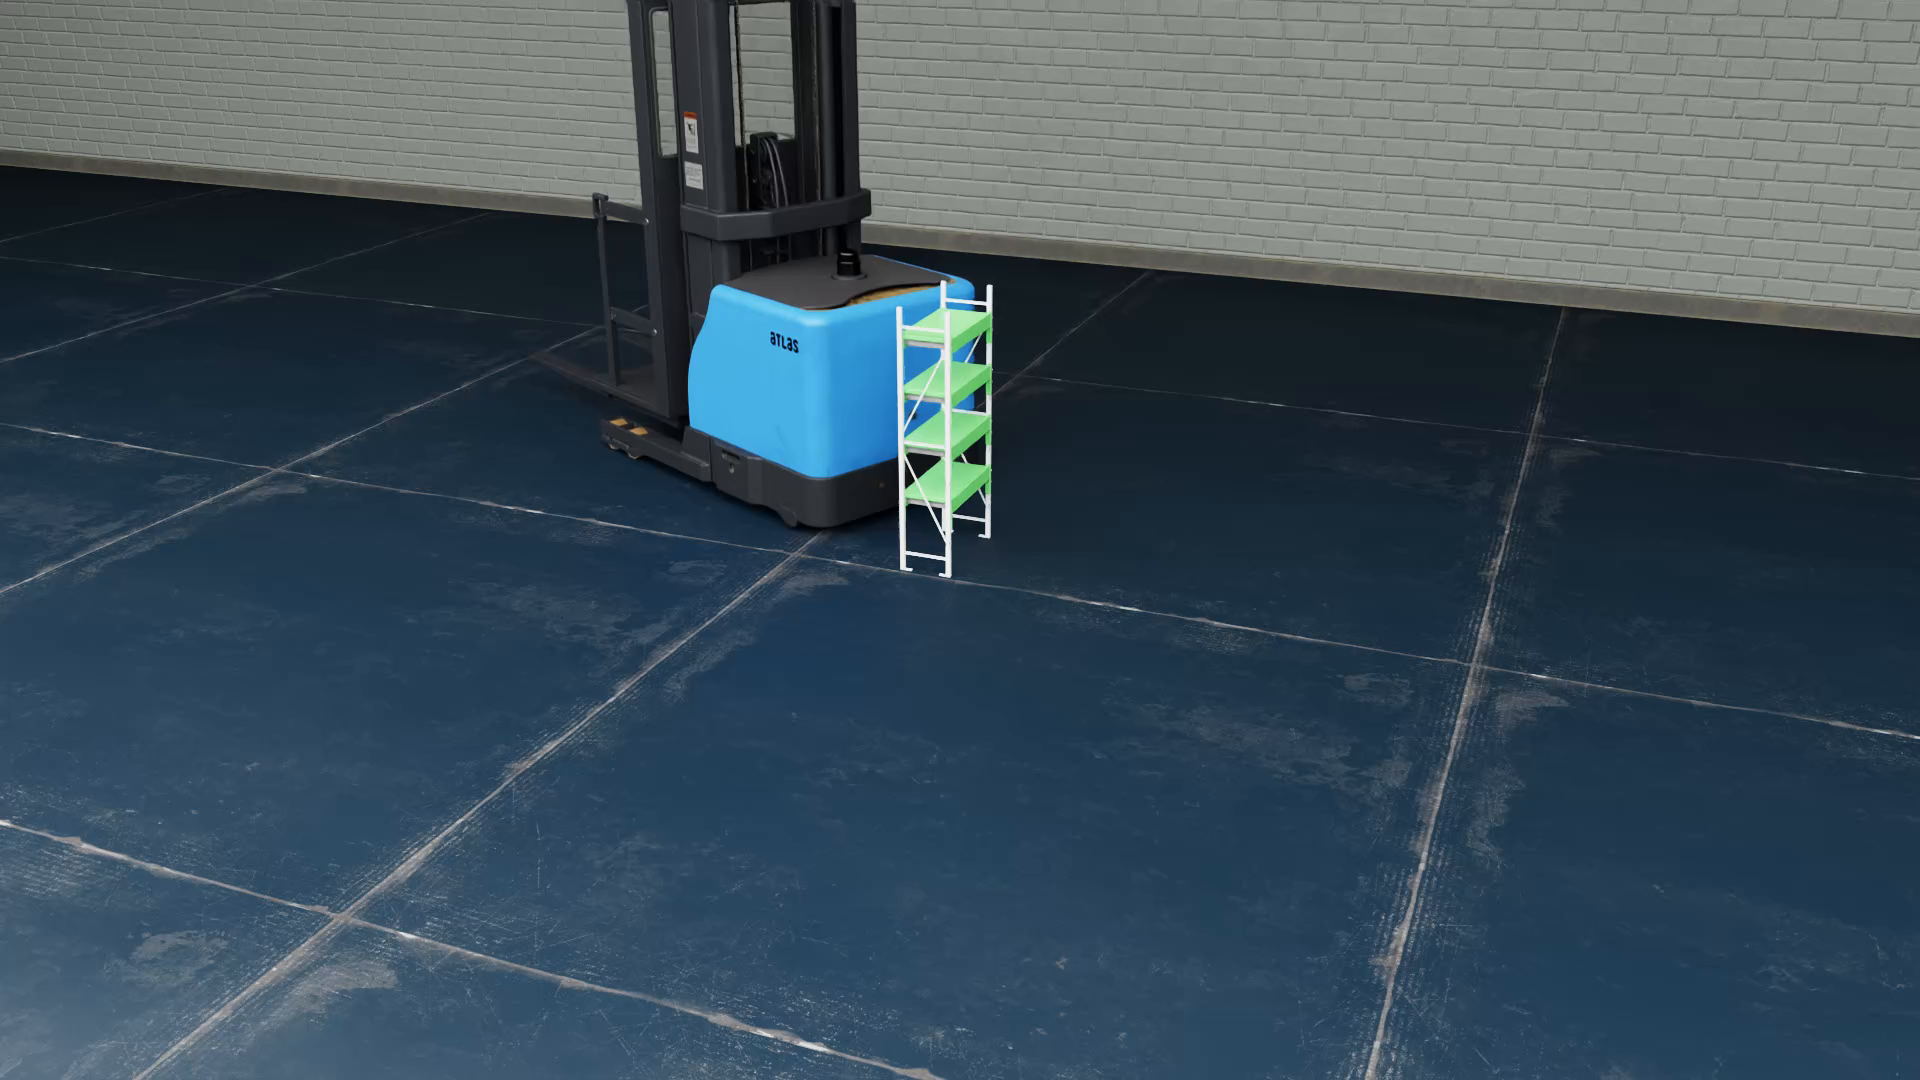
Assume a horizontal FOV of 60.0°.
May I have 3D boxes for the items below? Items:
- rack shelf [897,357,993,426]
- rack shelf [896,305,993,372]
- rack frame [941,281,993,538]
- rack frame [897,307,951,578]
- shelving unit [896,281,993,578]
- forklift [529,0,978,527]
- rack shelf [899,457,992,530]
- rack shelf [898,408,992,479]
[{"bbox_3d":[-0.061,-0.657,7.309,0.258,0.148,0.480,9,24,20],"label":"rack shelf"},{"bbox_3d":[-0.062,-0.878,7.217,0.258,0.148,0.480,9,24,20],"label":"rack shelf"},{"bbox_3d":[0.029,-0.582,7.586,0.240,1.200,0.015,9,24,20],"label":"rack frame"},{"bbox_3d":[-0.152,-0.407,7.168,0.240,1.200,0.015,9,24,20],"label":"rack frame"},{"bbox_3d":[-0.061,-0.494,7.377,0.258,1.200,0.503,9,24,20],"label":"shelving unit"},{"bbox_3d":[-1.273,-1.894,8.483,1.130,2.935,3.031,-19,29,-38],"label":"forklift"},{"bbox_3d":[-0.061,-0.214,7.494,0.258,0.148,0.480,9,24,20],"label":"rack shelf"},{"bbox_3d":[-0.061,-0.435,7.402,0.258,0.148,0.480,9,24,20],"label":"rack shelf"}]
